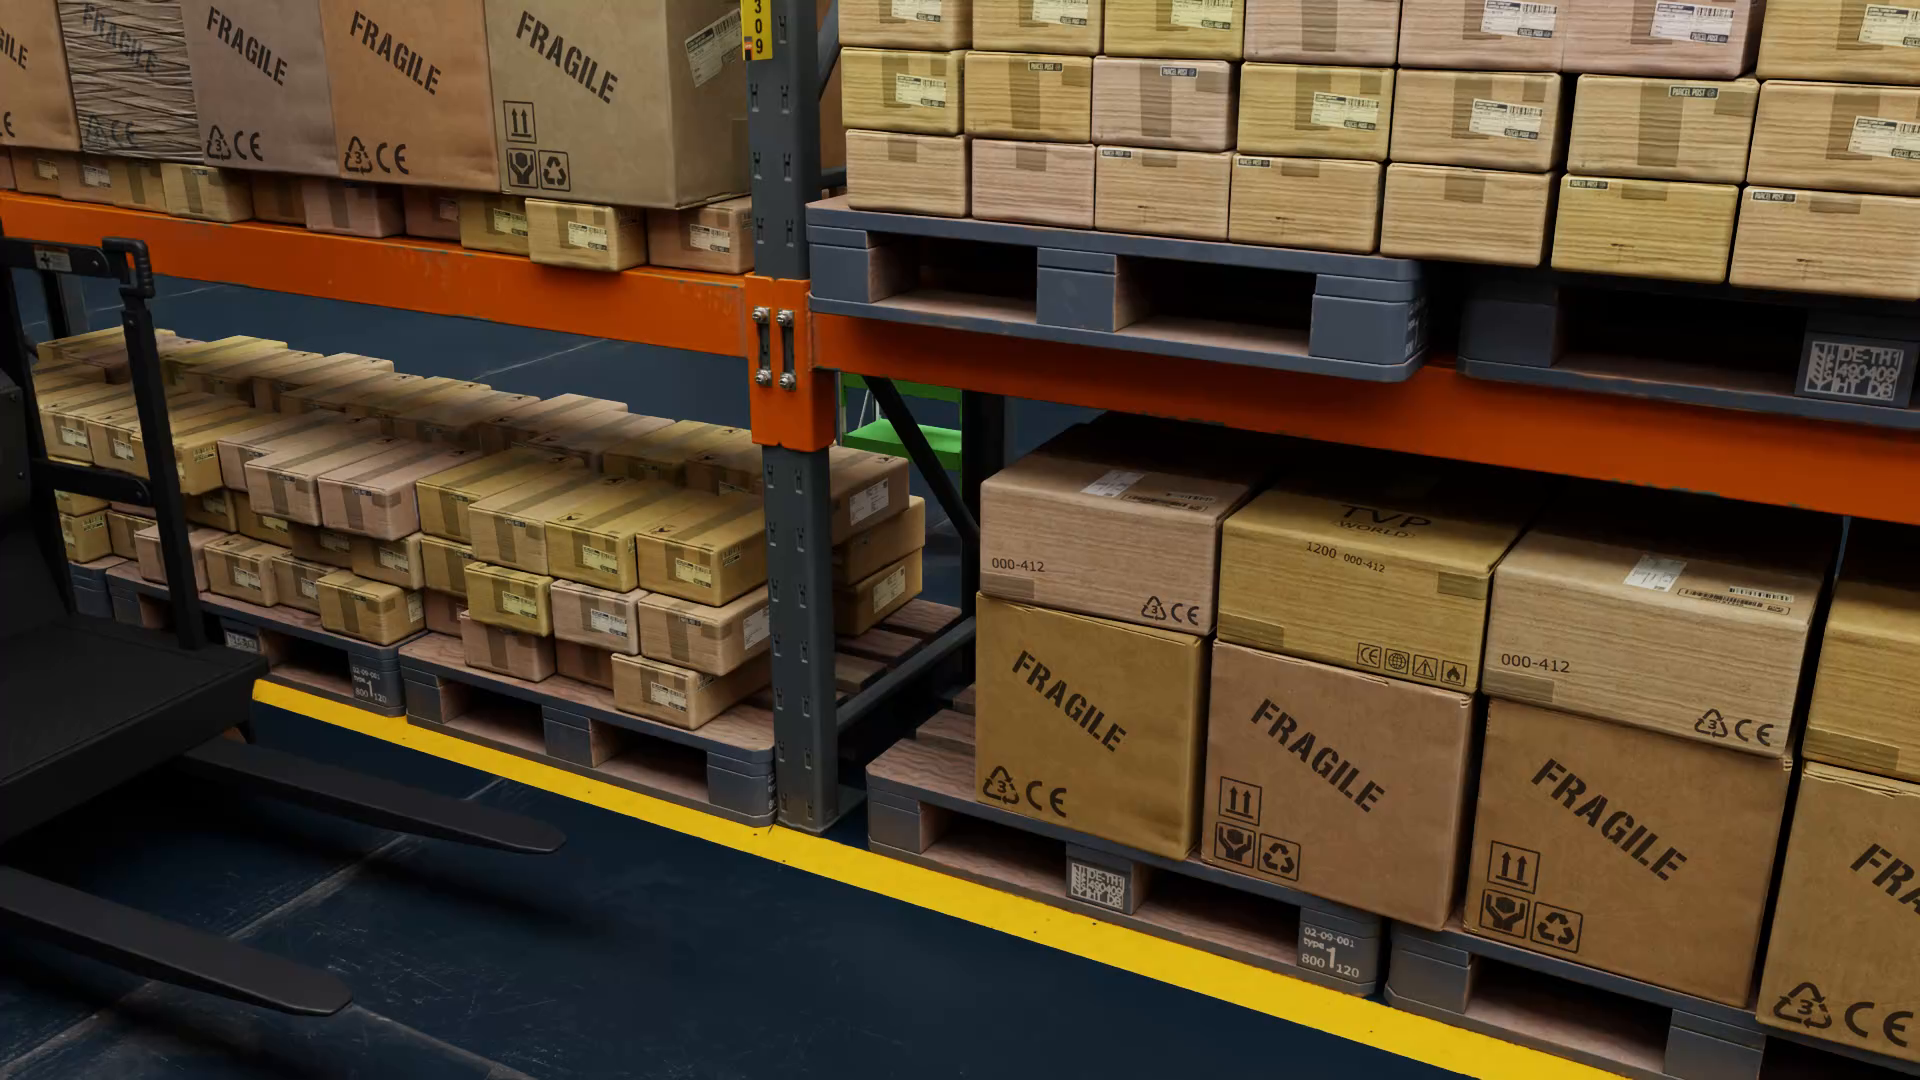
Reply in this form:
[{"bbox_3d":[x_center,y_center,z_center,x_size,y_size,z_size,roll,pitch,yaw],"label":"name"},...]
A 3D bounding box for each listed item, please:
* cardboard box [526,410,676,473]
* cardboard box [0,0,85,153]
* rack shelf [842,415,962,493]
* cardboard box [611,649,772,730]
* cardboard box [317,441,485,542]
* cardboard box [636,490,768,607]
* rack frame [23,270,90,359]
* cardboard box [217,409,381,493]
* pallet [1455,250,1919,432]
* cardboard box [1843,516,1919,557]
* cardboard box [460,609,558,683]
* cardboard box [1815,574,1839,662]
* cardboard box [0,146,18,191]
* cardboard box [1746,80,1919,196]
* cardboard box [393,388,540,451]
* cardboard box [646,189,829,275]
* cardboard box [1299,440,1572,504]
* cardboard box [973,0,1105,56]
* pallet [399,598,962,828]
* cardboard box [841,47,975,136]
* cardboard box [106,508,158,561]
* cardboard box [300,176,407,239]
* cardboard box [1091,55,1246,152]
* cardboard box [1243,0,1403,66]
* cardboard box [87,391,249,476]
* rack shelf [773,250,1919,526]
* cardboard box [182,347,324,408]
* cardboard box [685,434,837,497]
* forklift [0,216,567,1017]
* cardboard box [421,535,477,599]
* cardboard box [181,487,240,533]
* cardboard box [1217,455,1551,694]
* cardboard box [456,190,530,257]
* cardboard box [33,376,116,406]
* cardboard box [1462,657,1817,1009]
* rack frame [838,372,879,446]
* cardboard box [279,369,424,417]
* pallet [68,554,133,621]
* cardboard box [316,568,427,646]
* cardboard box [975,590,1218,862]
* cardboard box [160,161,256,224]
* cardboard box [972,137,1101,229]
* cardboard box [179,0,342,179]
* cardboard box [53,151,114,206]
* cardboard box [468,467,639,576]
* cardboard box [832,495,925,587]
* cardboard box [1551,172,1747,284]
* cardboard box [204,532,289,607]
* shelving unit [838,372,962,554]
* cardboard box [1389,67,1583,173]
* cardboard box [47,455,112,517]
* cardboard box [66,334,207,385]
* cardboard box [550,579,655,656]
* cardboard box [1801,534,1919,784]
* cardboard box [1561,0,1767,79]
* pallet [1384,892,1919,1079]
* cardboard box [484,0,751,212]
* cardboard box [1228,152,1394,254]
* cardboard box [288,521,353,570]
[{"bbox_3d":[-1.037,-0.249,4.845,0.250,0.149,0.380,10,22,26],"label":"cardboard box"},{"bbox_3d":[-2.476,-1.394,4.727,0.500,0.500,0.500,11,23,28],"label":"cardboard box"},{"bbox_3d":[-0.145,-0.306,5.840,0.480,0.148,0.258,11,23,27],"label":"rack shelf"},{"bbox_3d":[-0.651,0.313,4.168,0.250,0.149,0.380,11,23,28],"label":"cardboard box"},{"bbox_3d":[-1.513,-0.138,4.540,0.250,0.149,0.380,10,22,25],"label":"cardboard box"},{"bbox_3d":[-0.580,0.016,4.115,0.250,0.149,0.380,12,23,29],"label":"cardboard box"},{"bbox_3d":[-3.634,-1.531,5.687,0.127,3.000,1.000,11,23,27],"label":"rack frame"},{"bbox_3d":[-1.918,-0.253,4.857,0.250,0.149,0.380,11,23,27],"label":"cardboard box"},{"bbox_3d":[1.602,-0.427,2.926,1.213,0.211,1.003,11,23,27],"label":"pallet"},{"bbox_3d":[1.997,0.067,3.230,0.500,0.250,0.500,11,23,28],"label":"cardboard box"},{"bbox_3d":[-1.099,0.220,4.423,0.250,0.149,0.380,10,22,26],"label":"cardboard box"},{"bbox_3d":[1.966,0.417,3.366,0.500,0.500,0.500,10,22,26],"label":"cardboard box"},{"bbox_3d":[-2.767,-1.168,5.056,0.250,0.149,0.380,12,23,30],"label":"cardboard box"},{"bbox_3d":[1.344,-0.623,2.500,0.250,0.149,0.380,10,22,26],"label":"cardboard box"},{"bbox_3d":[-1.498,-0.336,5.086,0.250,0.149,0.380,10,22,25],"label":"cardboard box"},{"bbox_3d":[-0.506,-0.725,3.834,0.250,0.149,0.380,11,22,27],"label":"cardboard box"},{"bbox_3d":[1.073,-0.103,3.699,0.500,0.250,0.500,12,23,30],"label":"cardboard box"},{"bbox_3d":[0.224,-0.978,3.042,0.250,0.149,0.380,11,23,29],"label":"cardboard box"},{"bbox_3d":[-0.746,0.344,4.607,1.213,0.211,1.003,11,23,27],"label":"pallet"},{"bbox_3d":[-0.023,-0.882,3.215,0.250,0.149,0.380,11,23,28],"label":"cardboard box"},{"bbox_3d":[-2.406,-0.058,5.191,0.250,0.149,0.380,11,23,27],"label":"cardboard box"},{"bbox_3d":[-1.453,-0.885,4.273,0.250,0.149,0.380,10,22,25],"label":"cardboard box"},{"bbox_3d":[0.430,-0.797,2.980,0.250,0.149,0.380,11,23,29],"label":"cardboard box"},{"bbox_3d":[0.663,-0.892,2.806,0.250,0.149,0.380,10,22,27],"label":"cardboard box"},{"bbox_3d":[-2.391,-0.324,5.052,0.250,0.149,0.380,12,23,29],"label":"cardboard box"},{"bbox_3d":[1.604,-0.195,3.059,4.000,0.370,1.077,11,23,27],"label":"rack shelf"},{"bbox_3d":[-2.374,-0.529,5.617,0.250,0.149,0.380,10,22,25],"label":"cardboard box"},{"bbox_3d":[-0.554,-0.185,4.669,0.250,0.149,0.380,12,23,30],"label":"cardboard box"},{"bbox_3d":[-2.331,-0.660,3.386,3.031,2.935,1.130,9,22,24],"label":"forklift"},{"bbox_3d":[-1.228,0.028,4.518,0.250,0.149,0.380,11,23,28],"label":"cardboard box"},{"bbox_3d":[-2.128,-0.164,5.047,0.250,0.149,0.380,12,23,30],"label":"cardboard box"},{"bbox_3d":[0.840,0.049,3.282,0.500,0.250,0.500,11,23,29],"label":"cardboard box"},{"bbox_3d":[-0.988,-0.798,4.035,0.250,0.149,0.380,12,23,29],"label":"cardboard box"},{"bbox_3d":[-2.886,-0.389,5.232,0.250,0.149,0.380,11,23,27],"label":"cardboard box"},{"bbox_3d":[1.300,0.484,3.181,0.500,0.500,0.500,11,23,28],"label":"cardboard box"},{"bbox_3d":[-0.358,-0.632,5.848,0.015,1.200,0.240,11,23,27],"label":"rack frame"},{"bbox_3d":[-1.936,-0.424,5.328,0.250,0.149,0.380,10,22,26],"label":"cardboard box"},{"bbox_3d":[-2.876,-0.062,5.726,1.213,0.211,1.003,11,23,27],"label":"pallet"},{"bbox_3d":[-1.555,0.141,4.642,0.250,0.149,0.380,11,23,27],"label":"cardboard box"},{"bbox_3d":[0.373,0.314,3.651,0.500,0.500,0.500,12,23,29],"label":"cardboard box"},{"bbox_3d":[-1.906,-0.964,4.492,0.250,0.149,0.380,11,23,28],"label":"cardboard box"},{"bbox_3d":[0.222,-0.698,3.144,0.250,0.149,0.380,11,23,28],"label":"cardboard box"},{"bbox_3d":[-1.589,-1.219,4.243,0.500,0.500,0.500,11,23,27],"label":"cardboard box"},{"bbox_3d":[-2.341,-1.066,4.775,0.250,0.149,0.380,10,22,26],"label":"cardboard box"},{"bbox_3d":[-1.043,-0.054,4.308,0.250,0.149,0.380,11,22,27],"label":"cardboard box"},{"bbox_3d":[-0.303,-0.018,4.645,0.250,0.149,0.380,12,23,30],"label":"cardboard box"},{"bbox_3d":[1.120,-0.527,2.672,0.250,0.149,0.380,10,22,26],"label":"cardboard box"},{"bbox_3d":[-1.976,0.048,4.900,0.250,0.149,0.380,11,23,27],"label":"cardboard box"},{"bbox_3d":[-0.145,-0.592,5.736,0.503,1.200,0.258,11,23,27],"label":"shelving unit"},{"bbox_3d":[0.894,-0.710,2.740,0.250,0.149,0.380,12,23,29],"label":"cardboard box"},{"bbox_3d":[-2.663,-0.213,5.181,0.250,0.149,0.380,12,23,29],"label":"cardboard box"},{"bbox_3d":[-2.857,-0.596,5.803,0.250,0.149,0.380,11,23,28],"label":"cardboard box"},{"bbox_3d":[-0.815,0.138,4.214,0.250,0.149,0.380,10,22,25],"label":"cardboard box"},{"bbox_3d":[1.743,0.219,2.813,0.500,0.250,0.500,11,23,29],"label":"cardboard box"},{"bbox_3d":[1.107,-0.808,2.573,0.250,0.149,0.380,12,23,29],"label":"cardboard box"},{"bbox_3d":[1.607,0.777,3.414,1.213,0.211,1.003,11,23,27],"label":"pallet"},{"bbox_3d":[-0.702,-1.049,3.775,0.500,0.500,0.500,11,23,27],"label":"cardboard box"},{"bbox_3d":[0.657,-0.613,2.910,0.250,0.149,0.380,11,23,28],"label":"cardboard box"},{"bbox_3d":[-1.684,-0.059,4.758,0.250,0.149,0.380,10,22,25],"label":"cardboard box"}]
